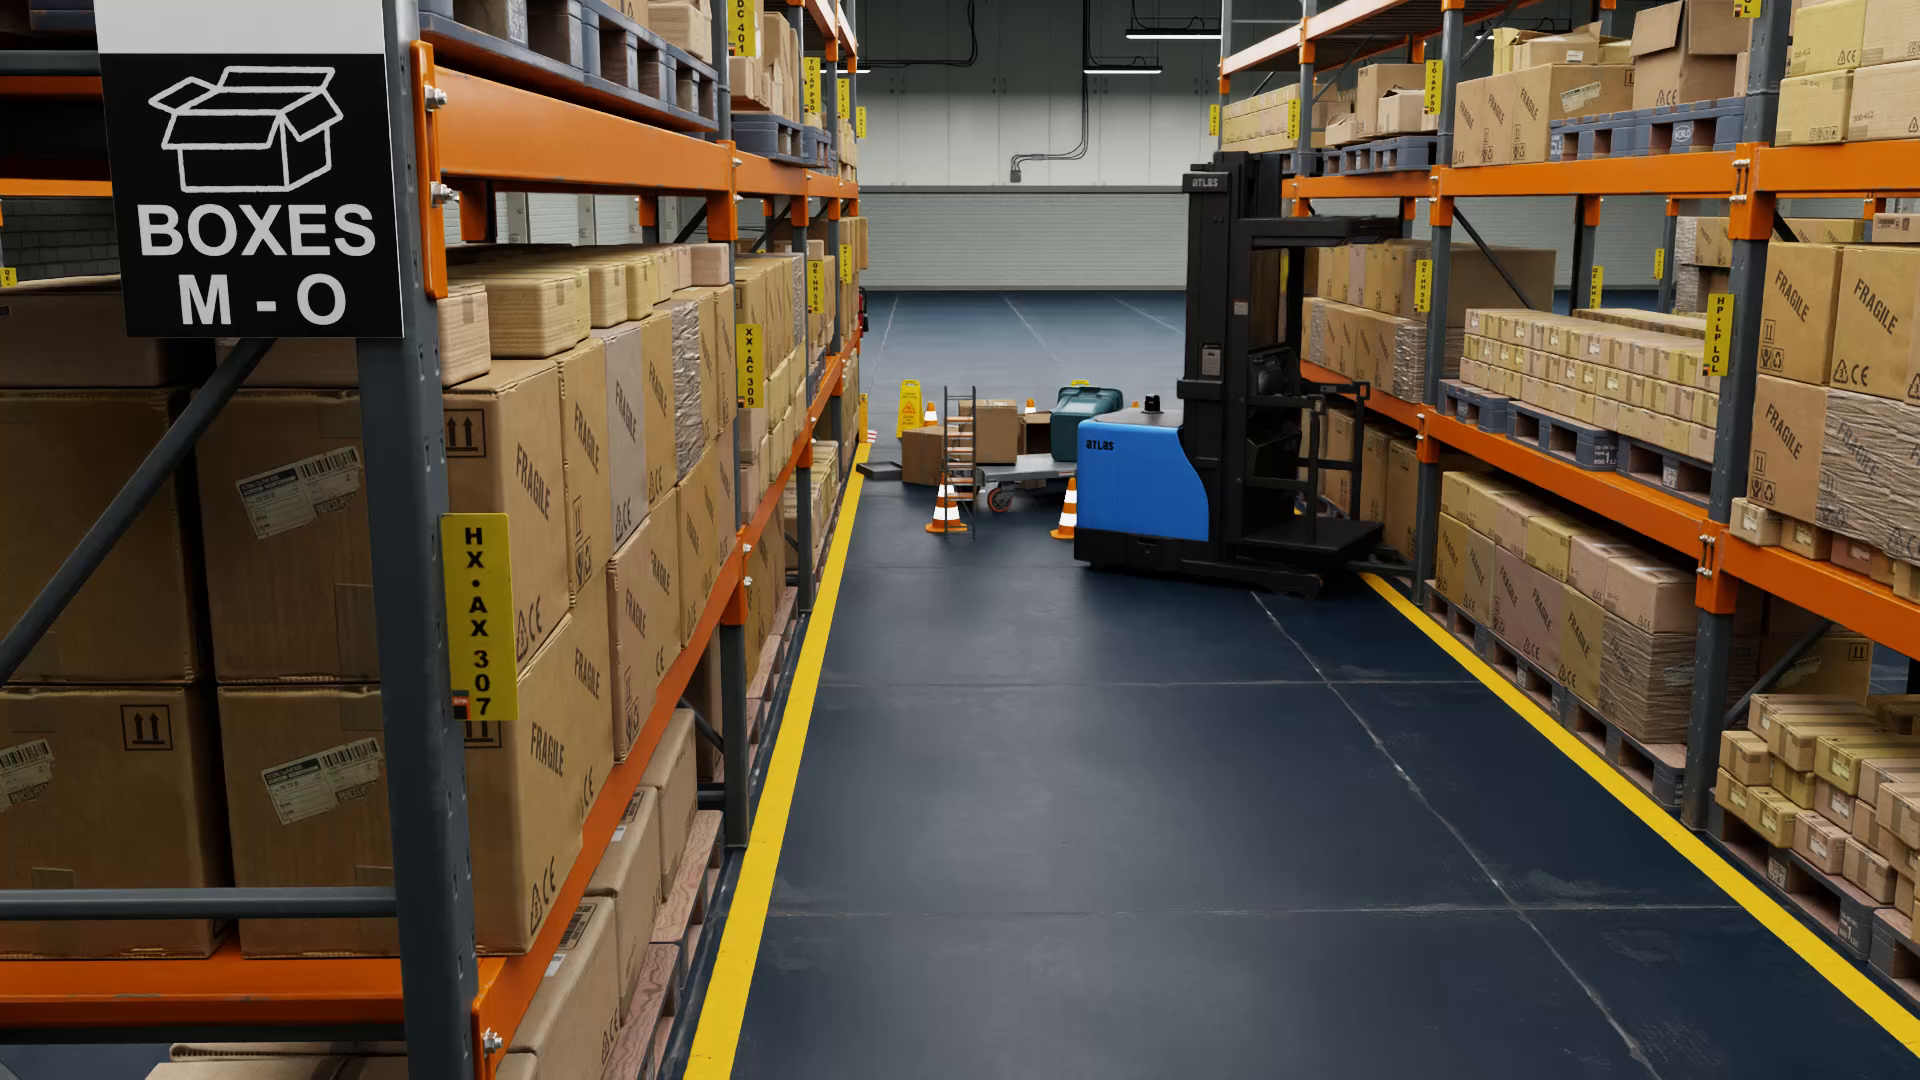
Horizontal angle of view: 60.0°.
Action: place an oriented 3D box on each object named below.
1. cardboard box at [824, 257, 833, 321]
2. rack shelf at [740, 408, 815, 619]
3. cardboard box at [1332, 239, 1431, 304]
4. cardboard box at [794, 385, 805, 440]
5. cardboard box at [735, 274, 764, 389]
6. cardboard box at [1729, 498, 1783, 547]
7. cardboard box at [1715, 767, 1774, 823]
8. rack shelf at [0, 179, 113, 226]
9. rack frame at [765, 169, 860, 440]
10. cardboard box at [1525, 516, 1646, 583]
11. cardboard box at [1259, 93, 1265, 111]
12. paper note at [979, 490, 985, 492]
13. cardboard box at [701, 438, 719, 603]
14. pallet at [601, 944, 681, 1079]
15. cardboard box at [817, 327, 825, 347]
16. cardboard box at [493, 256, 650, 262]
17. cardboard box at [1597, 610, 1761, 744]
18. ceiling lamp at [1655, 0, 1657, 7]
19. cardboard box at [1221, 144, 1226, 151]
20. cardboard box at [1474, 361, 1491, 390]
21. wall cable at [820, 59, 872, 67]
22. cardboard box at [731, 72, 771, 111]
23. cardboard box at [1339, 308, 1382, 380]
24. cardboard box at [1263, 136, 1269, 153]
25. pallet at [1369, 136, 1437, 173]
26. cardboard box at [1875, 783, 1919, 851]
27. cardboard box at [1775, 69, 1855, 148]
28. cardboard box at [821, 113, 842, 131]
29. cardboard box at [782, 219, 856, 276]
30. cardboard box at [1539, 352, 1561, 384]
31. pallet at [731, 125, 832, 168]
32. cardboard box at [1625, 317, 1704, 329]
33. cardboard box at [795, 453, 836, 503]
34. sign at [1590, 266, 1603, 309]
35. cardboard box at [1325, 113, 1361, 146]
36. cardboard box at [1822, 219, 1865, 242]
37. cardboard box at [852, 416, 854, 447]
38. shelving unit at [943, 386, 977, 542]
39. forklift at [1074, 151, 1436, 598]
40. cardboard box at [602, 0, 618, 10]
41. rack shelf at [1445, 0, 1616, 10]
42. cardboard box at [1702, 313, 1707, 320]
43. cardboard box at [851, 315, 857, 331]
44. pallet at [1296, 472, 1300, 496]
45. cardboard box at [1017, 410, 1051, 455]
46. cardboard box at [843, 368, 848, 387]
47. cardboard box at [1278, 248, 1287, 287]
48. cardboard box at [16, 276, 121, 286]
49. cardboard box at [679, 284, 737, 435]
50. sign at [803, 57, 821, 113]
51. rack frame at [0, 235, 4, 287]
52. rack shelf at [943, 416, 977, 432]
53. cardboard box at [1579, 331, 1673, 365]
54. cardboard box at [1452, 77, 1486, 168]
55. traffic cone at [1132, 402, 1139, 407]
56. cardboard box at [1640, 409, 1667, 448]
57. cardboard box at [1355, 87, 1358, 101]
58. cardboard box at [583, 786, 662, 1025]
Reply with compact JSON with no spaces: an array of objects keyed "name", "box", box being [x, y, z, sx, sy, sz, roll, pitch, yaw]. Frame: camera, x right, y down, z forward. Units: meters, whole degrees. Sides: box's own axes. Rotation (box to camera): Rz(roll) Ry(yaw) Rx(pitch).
[{"name":"cardboard box","box":[-1.287,-2.012,13.379,0.500,0.500,0.500,0,11,-1]},{"name":"rack shelf","box":[-1.414,-0.256,8.586,1.077,0.370,4.000,0,11,-1]},{"name":"cardboard box","box":[3.438,-2.180,13.493,0.700,0.500,0.500,0,11,-2]},{"name":"cardboard box","box":[-1.159,-0.732,9.499,0.500,0.250,0.500,0,11,0]},{"name":"cardboard box","box":[-1.094,-0.839,6.883,0.500,0.500,0.500,0,11,0]},{"name":"cardboard box","box":[3.253,-0.071,6.495,0.380,0.149,0.250,0,11,1]},{"name":"cardboard box","box":[3.261,1.014,6.633,0.380,0.149,0.250,-1,11,-4]},{"name":"rack shelf","box":[-6.459,-2.500,12.103,1.077,0.370,4.000,0,11,-1]},{"name":"rack frame","box":[-1.620,-2.596,18.313,1.000,3.000,0.127,0,11,-1]},{"name":"cardboard box","box":[3.284,0.046,8.633,0.500,0.250,0.500,-1,11,-4]},{"name":"cardboard box","box":[3.058,-4.157,15.777,0.380,0.149,0.250,0,11,-2]},{"name":"paper note","box":[0.157,-0.459,15.243,0.148,0.019,0.142,0,11,-1]},{"name":"cardboard box","box":[-1.091,-0.067,5.592,0.500,0.500,0.500,-1,11,-3]},{"name":"pallet","box":[-1.407,1.550,4.887,1.003,0.211,1.213,0,11,-1]},{"name":"cardboard box","box":[-1.244,-1.580,12.879,0.380,0.149,0.250,0,11,-1]},{"name":"cardboard box","box":[-1.064,-0.705,4.592,0.380,0.149,0.250,0,11,-1]},{"name":"cardboard box","box":[3.307,0.622,7.681,0.500,0.500,0.500,0,11,-2]},{"name":"ceiling lamp","box":[18.524,-13.538,42.478,2.000,3.185,0.800,0,11,-1]},{"name":"cardboard box","box":[3.013,-4.169,17.845,0.380,0.149,0.250,0,11,-1]},{"name":"cardboard box","box":[3.305,-0.986,9.952,0.380,0.149,0.250,0,11,2]},{"name":"wall cable","box":[-4.124,-12.892,49.081,3.097,2.526,0.112,0,11,-1]},{"name":"cardboard box","box":[-1.049,-2.025,7.485,0.380,0.166,0.250,-1,12,-5]},{"name":"cardboard box","box":[3.180,-1.484,12.580,0.500,0.500,0.500,0,11,0]},{"name":"cardboard box","box":[3.061,-3.716,15.614,0.380,0.149,0.250,0,11,0]},{"name":"pallet","box":[3.426,-2.552,11.024,1.213,0.211,1.003,0,11,1]},{"name":"cardboard box","box":[3.327,0.925,5.571,0.380,0.149,0.250,0,11,0]},{"name":"cardboard box","box":[3.320,-1.555,6.012,0.500,0.250,0.500,0,11,2]},{"name":"cardboard box","box":[-1.218,-3.603,14.357,0.380,0.149,0.250,0,11,-2]},{"name":"cardboard box","box":[-1.319,-2.676,15.191,0.700,0.500,0.500,0,11,-1]},{"name":"cardboard box","box":[3.329,-0.922,8.888,0.380,0.149,0.250,0,11,-2]},{"name":"pallet","box":[-1.389,-2.256,9.565,1.213,0.211,1.003,0,11,1]},{"name":"cardboard box","box":[3.978,-1.170,9.363,0.380,0.149,0.250,0,11,1]},{"name":"cardboard box","box":[-1.506,-0.472,13.395,0.950,0.372,0.625,0,11,2]},{"name":"sign","box":[4.034,-1.579,10.587,0.100,0.325,0.005,0,11,-1]},{"name":"cardboard box","box":[3.172,-3.380,13.660,0.258,0.266,0.396,0,11,-2]},{"name":"cardboard box","box":[8.086,-2.615,14.891,0.500,0.500,0.500,0,11,-1]},{"name":"cardboard box","box":[-1.315,-1.088,16.738,0.500,0.250,0.500,-1,11,-3]},{"name":"shelving unit","box":[0.000,-0.591,12.954,0.258,1.200,0.189,0,11,-1]},{"name":"forklift","box":[2.356,-1.165,11.431,3.031,2.935,1.130,7,13,30]},{"name":"cardboard box","box":[-1.181,-1.591,4.254,0.500,0.500,0.500,0,11,0]},{"name":"rack shelf","box":[3.533,-3.041,8.229,1.077,0.370,4.000,0,11,-1]},{"name":"cardboard box","box":[8.057,-2.307,17.520,0.380,0.149,0.250,0,11,-1]},{"name":"cardboard box","box":[-1.263,-2.248,17.227,0.380,0.149,0.250,0,11,0]},{"name":"pallet","box":[3.472,-0.627,15.617,1.003,0.211,1.213,0,11,-1]},{"name":"cardboard box","box":[0.947,-1.034,16.892,0.797,0.503,0.637,-10,15,-40]},{"name":"cardboard box","box":[-1.223,-1.489,15.194,0.380,0.149,0.250,0,11,0]},{"name":"cardboard box","box":[3.308,-2.627,15.370,0.875,0.550,0.550,0,11,-1]},{"name":"cardboard box","box":[-1.616,-0.445,3.309,0.380,0.149,0.250,0,11,-2]},{"name":"cardboard box","box":[-1.087,-0.657,5.989,0.500,0.500,0.500,0,11,-2]},{"name":"sign","box":[-0.900,-2.769,10.120,0.100,0.325,0.005,0,11,-1]},{"name":"rack frame","box":[-6.418,-0.985,10.370,1.000,3.000,0.127,0,11,-1]},{"name":"rack shelf","box":[0.000,-0.900,12.891,0.258,0.103,0.180,0,11,-1]},{"name":"cardboard box","box":[3.345,-0.964,8.345,0.380,0.149,0.250,-1,11,-4]},{"name":"cardboard box","box":[3.238,-2.451,9.801,0.500,0.500,0.500,0,11,-1]},{"name":"traffic cone","box":[1.918,-1.282,18.216,0.336,0.463,0.334,0,11,-1]},{"name":"cardboard box","box":[3.359,-0.514,7.622,0.380,0.149,0.250,0,11,-1]},{"name":"cardboard box","box":[3.735,-3.959,14.803,0.380,0.149,0.250,0,11,-2]},{"name":"cardboard box","box":[-1.448,1.142,5.274,0.875,0.438,0.875,-1,11,-3]}]
